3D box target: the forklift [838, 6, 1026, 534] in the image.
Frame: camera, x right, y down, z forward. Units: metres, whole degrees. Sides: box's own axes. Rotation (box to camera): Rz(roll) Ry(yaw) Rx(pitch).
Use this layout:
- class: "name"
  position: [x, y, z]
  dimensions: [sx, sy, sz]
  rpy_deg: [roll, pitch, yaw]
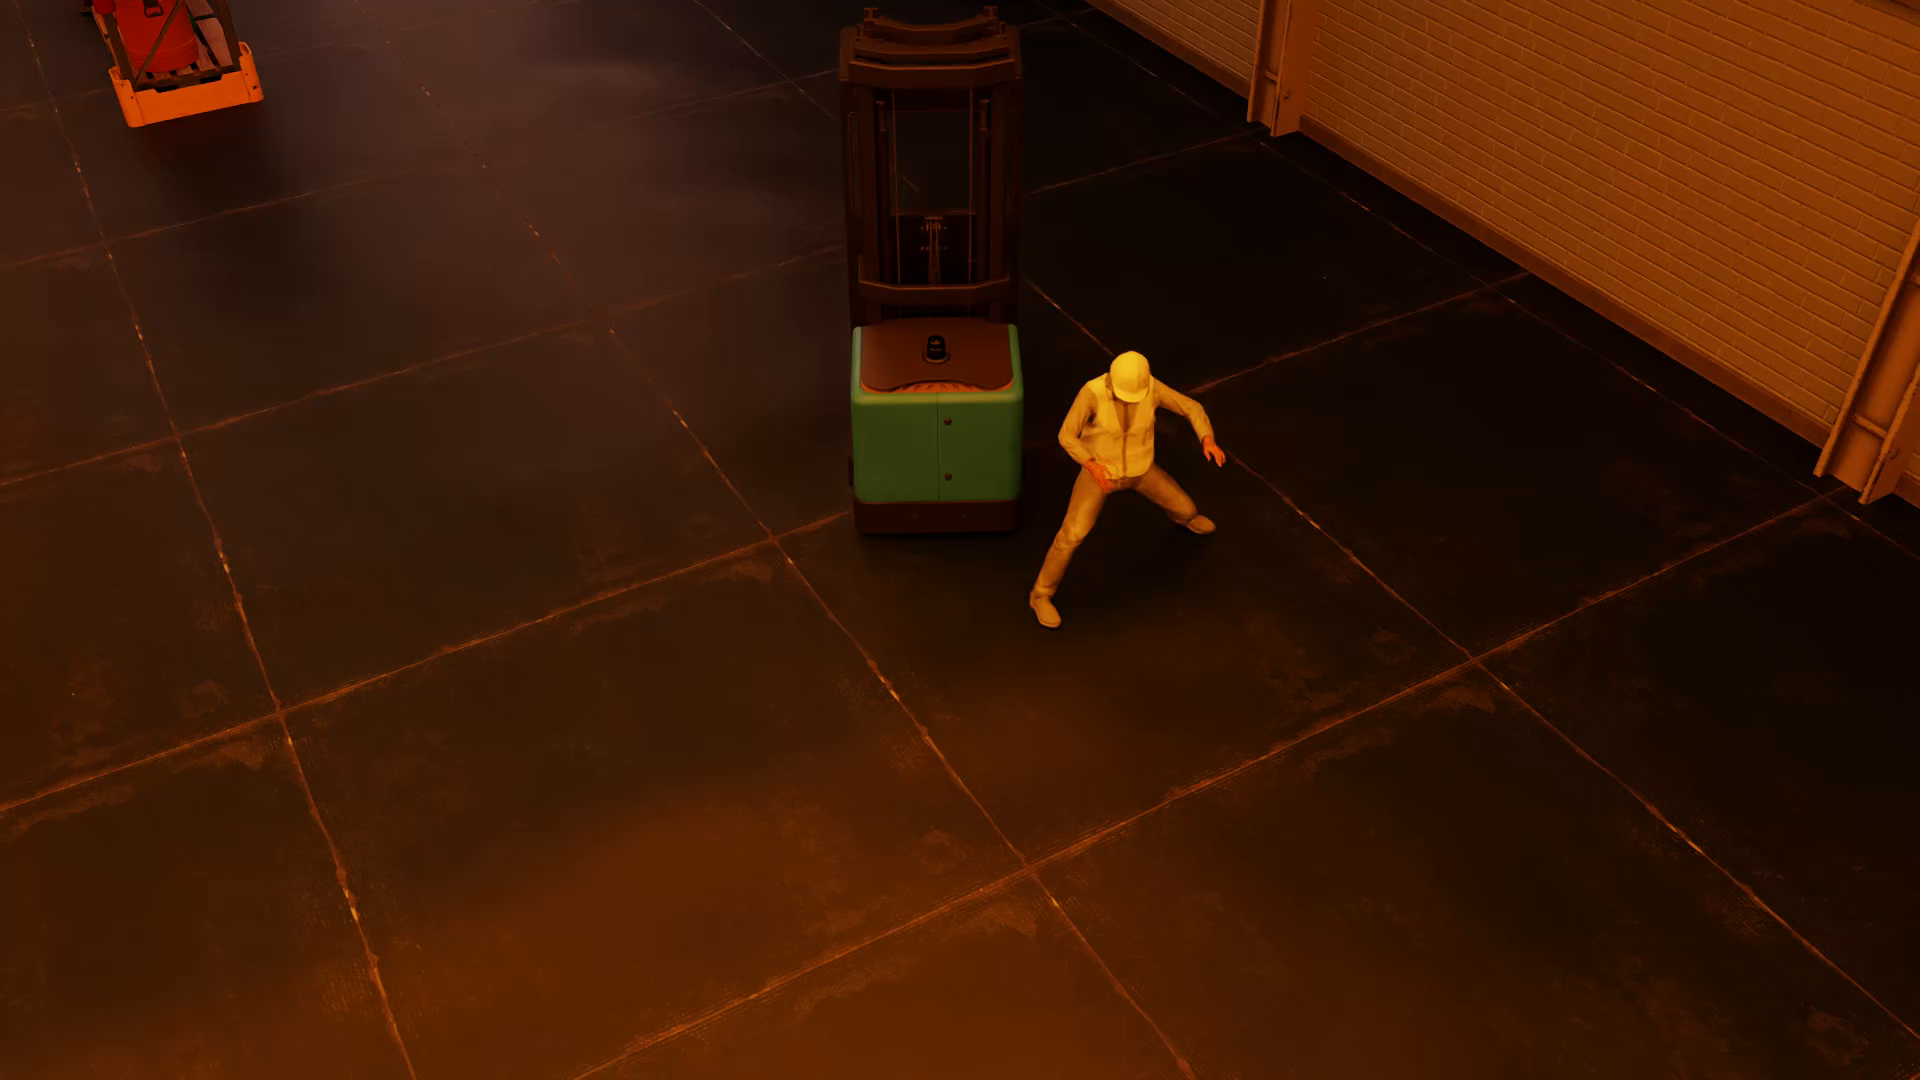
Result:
- class: "forklift"
  position: [-0.175, -2.084, 10.549]
  dimensions: [1.130, 2.935, 3.031]
  rpy_deg: [-1, 40, -1]

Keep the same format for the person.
- class: "person"
  position: [1.013, -0.395, 9.585]
  dimensions: [1.296, 1.551, 0.835]
  rpy_deg: [-7, 40, -9]
